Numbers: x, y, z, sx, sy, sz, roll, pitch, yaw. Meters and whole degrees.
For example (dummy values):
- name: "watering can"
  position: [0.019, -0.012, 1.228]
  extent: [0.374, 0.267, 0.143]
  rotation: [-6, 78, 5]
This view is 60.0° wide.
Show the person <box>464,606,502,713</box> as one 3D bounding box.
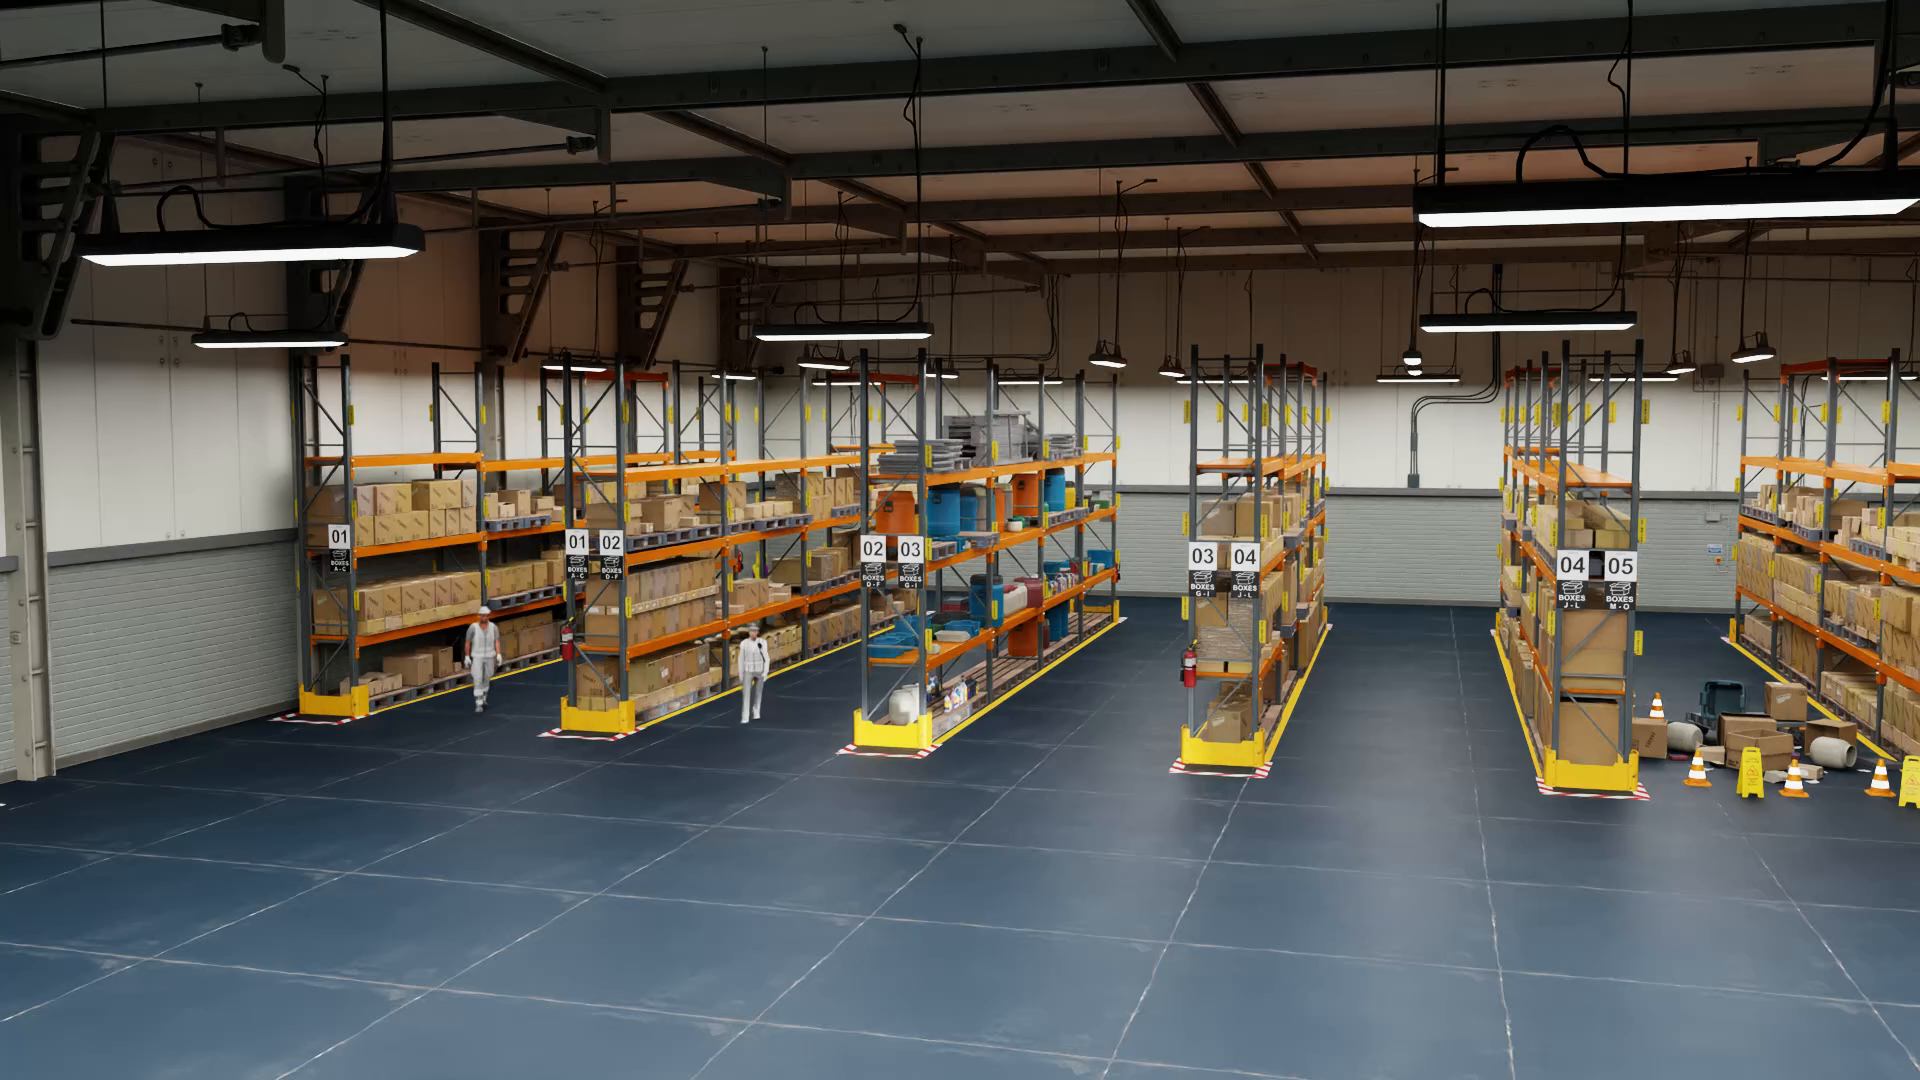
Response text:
- name: "person"
  position: [-8.070, 1.991, 28.138]
  extent: [0.587, 1.736, 0.975]
  rotation: [-2, 5, -28]

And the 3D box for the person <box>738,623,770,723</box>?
- name: "person"
  position: [-3.341, 2.145, 26.942]
  extent: [0.521, 1.623, 1.019]
  rotation: [-1, 4, -12]

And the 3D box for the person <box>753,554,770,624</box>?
- name: "person"
  position: [-4.760, 1.155, 39.631]
  extent: [0.497, 1.769, 0.607]
  rotation: [-3, 5, -36]
